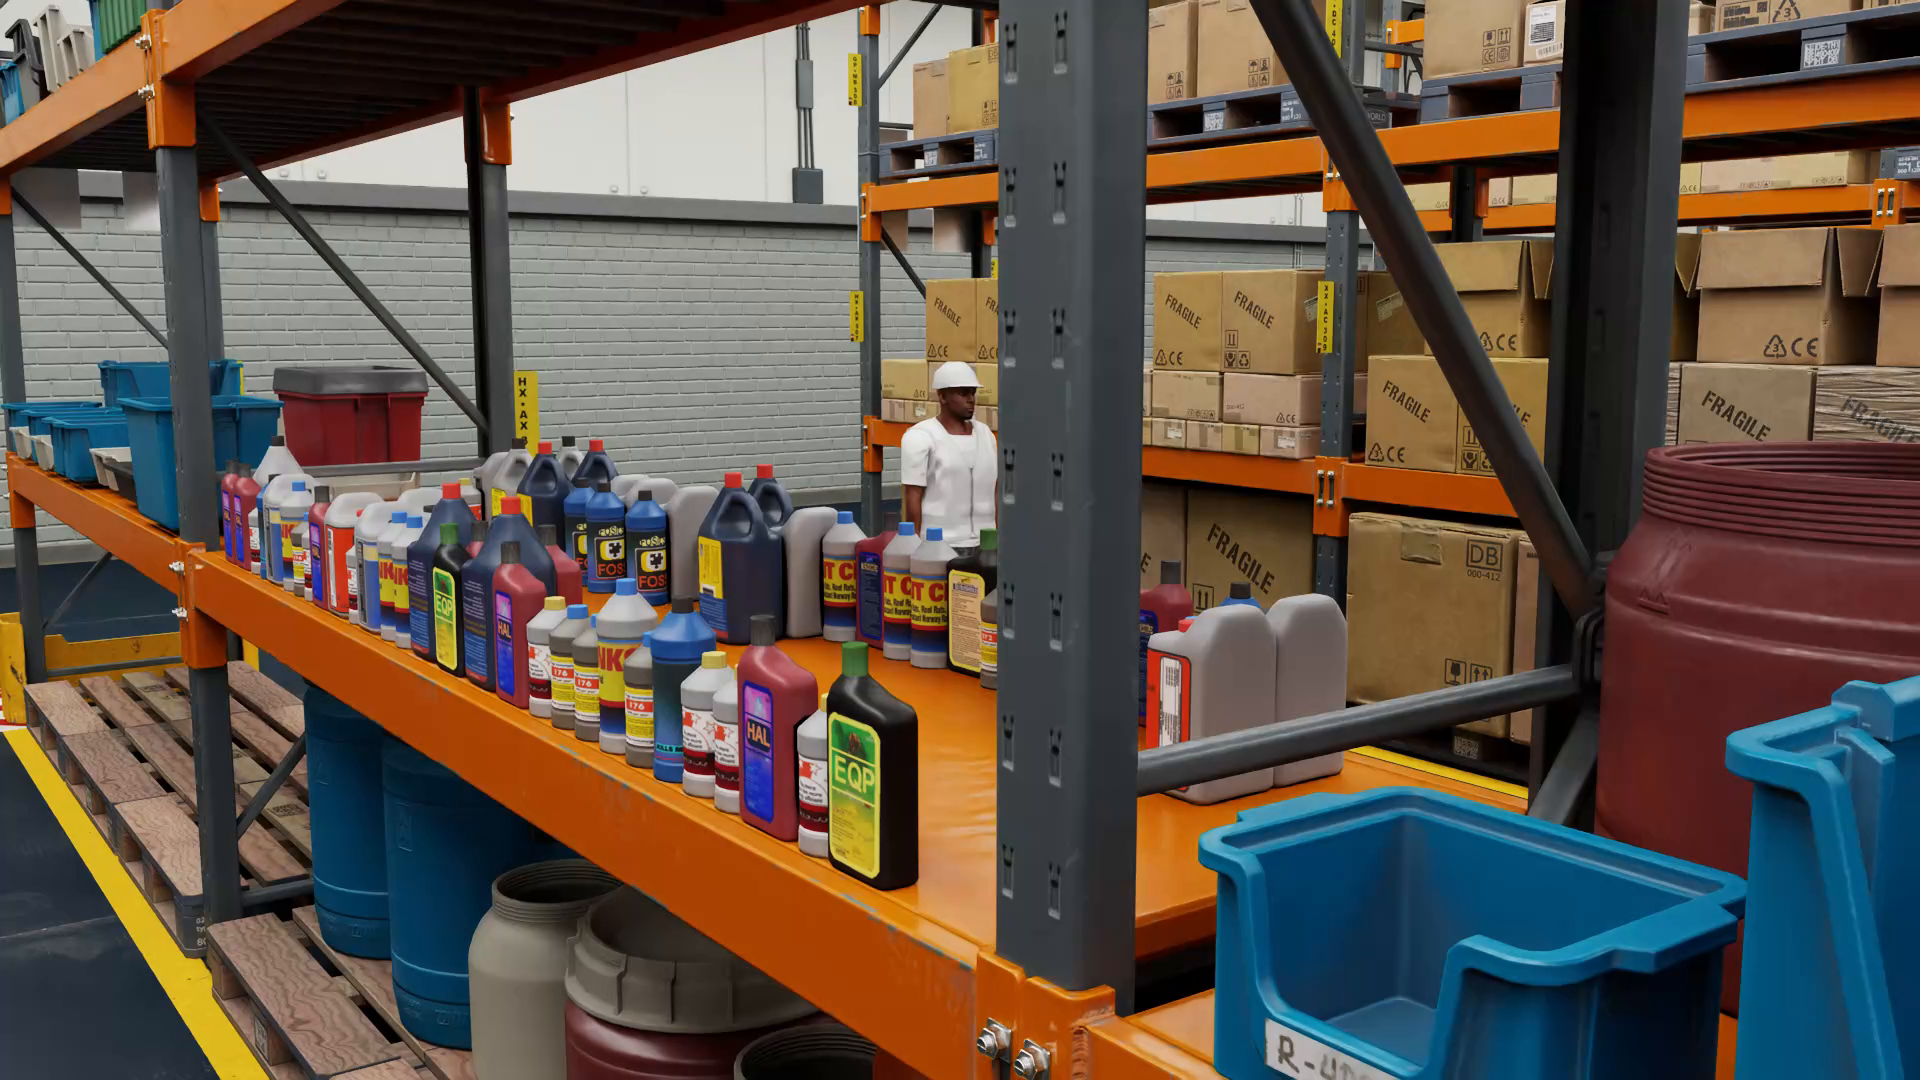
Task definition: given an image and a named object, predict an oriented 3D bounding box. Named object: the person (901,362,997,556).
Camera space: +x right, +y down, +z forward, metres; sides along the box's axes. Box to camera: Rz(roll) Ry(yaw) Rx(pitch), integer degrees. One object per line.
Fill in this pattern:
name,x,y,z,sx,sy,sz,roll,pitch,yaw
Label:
person,-0.008,0.014,8.137,0.563,1.761,0.375,-5,9,-35
